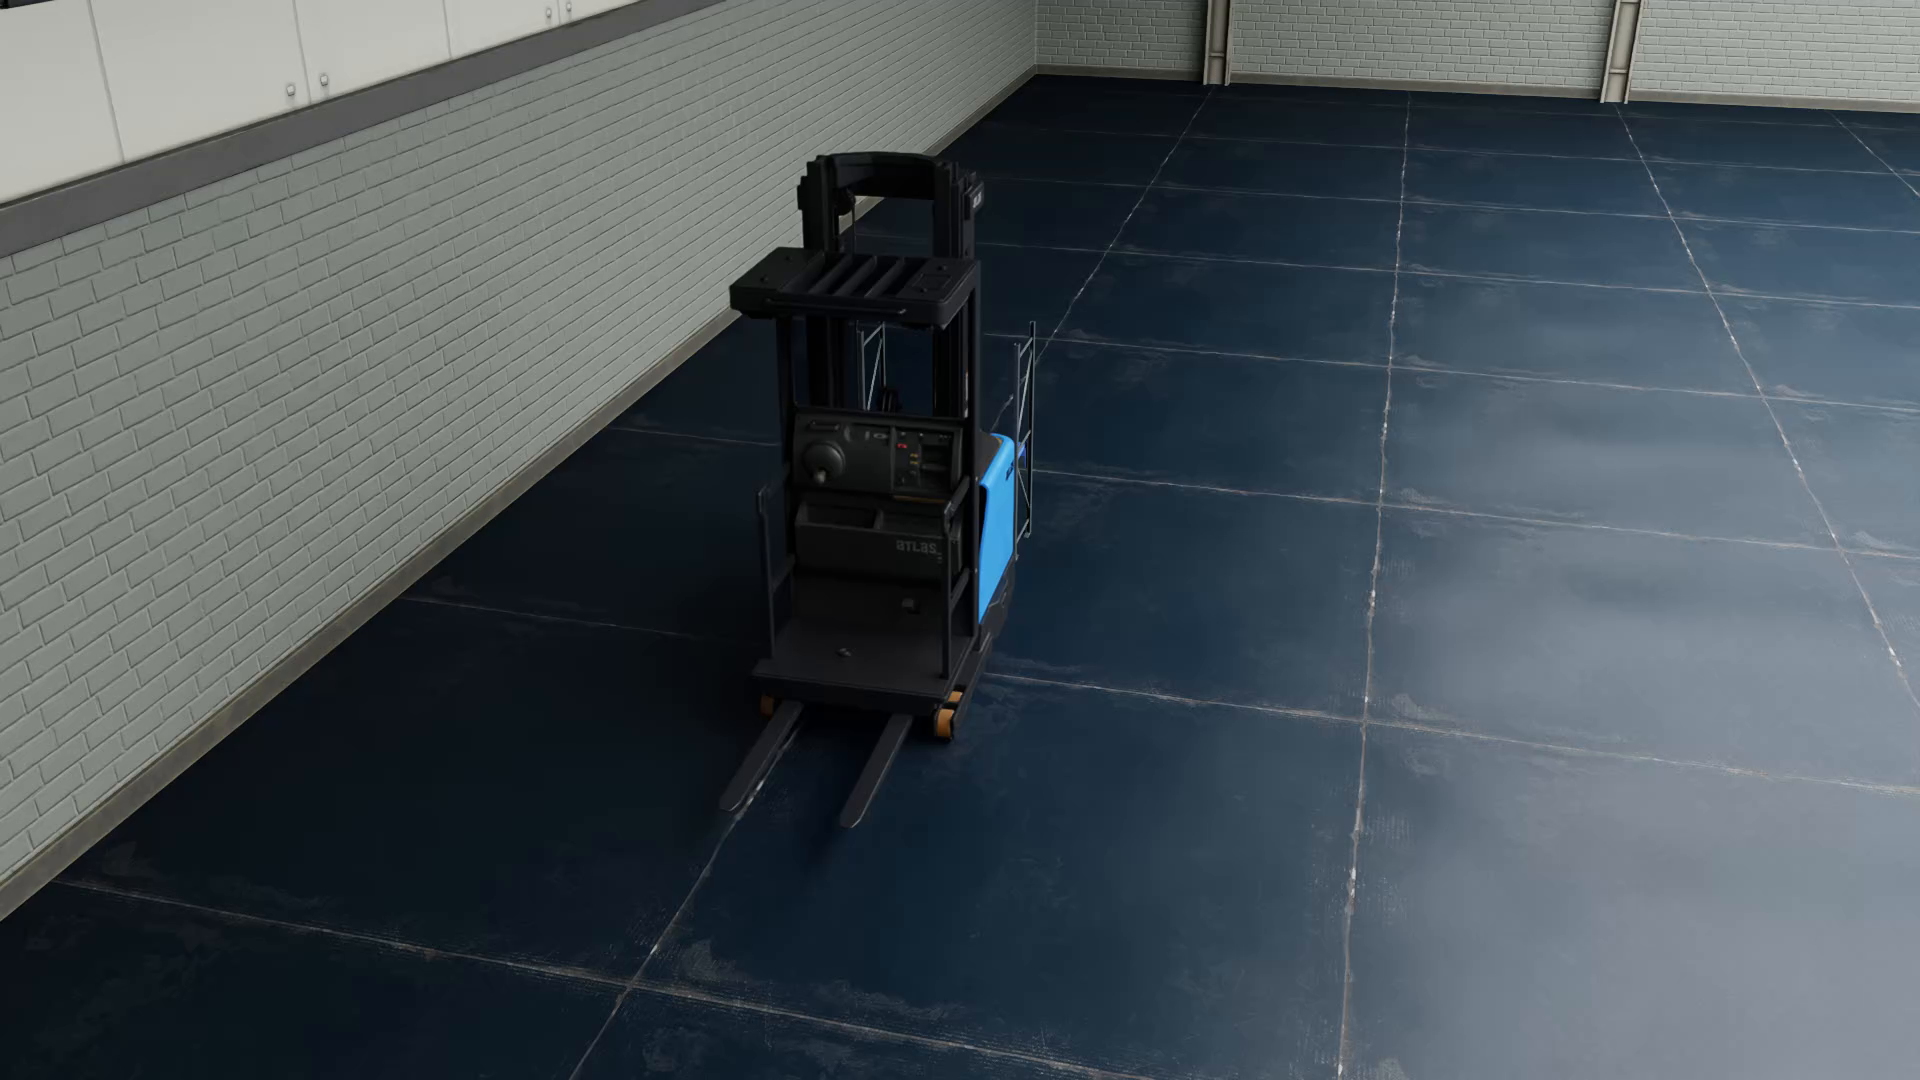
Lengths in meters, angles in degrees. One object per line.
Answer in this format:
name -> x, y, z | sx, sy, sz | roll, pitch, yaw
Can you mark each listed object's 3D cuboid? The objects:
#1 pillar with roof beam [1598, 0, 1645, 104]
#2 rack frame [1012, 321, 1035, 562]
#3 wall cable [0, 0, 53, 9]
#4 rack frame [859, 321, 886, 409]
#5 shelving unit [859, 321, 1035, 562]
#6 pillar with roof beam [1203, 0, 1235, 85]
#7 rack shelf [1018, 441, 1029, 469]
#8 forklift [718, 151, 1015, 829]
pillar with roof beam -> 8.839, -8.935, 19.548 | 0.400, 9.000, 9.100 | 6, 26, 13
rack frame -> 0.410, -0.632, 10.832 | 0.032, 1.500, 0.500 | 6, 26, 13
wall cable -> -3.889, -4.607, 6.503 | 0.169, 6.003, 2.305 | 6, 26, 13
rack frame -> -0.575, -0.741, 11.061 | 0.032, 1.500, 0.500 | 6, 26, 13
shelving unit -> -0.083, -0.686, 10.947 | 1.048, 1.500, 0.538 | 6, 26, 13
pillar with roof beam -> 3.028, -9.577, 20.898 | 0.400, 9.000, 9.100 | 6, 26, 13
rack shelf -> -0.083, -0.524, 11.024 | 1.000, 0.185, 0.538 | 6, 26, 13
forklift -> -0.491, -0.425, 8.733 | 1.130, 2.935, 3.031 | 6, 26, 12
